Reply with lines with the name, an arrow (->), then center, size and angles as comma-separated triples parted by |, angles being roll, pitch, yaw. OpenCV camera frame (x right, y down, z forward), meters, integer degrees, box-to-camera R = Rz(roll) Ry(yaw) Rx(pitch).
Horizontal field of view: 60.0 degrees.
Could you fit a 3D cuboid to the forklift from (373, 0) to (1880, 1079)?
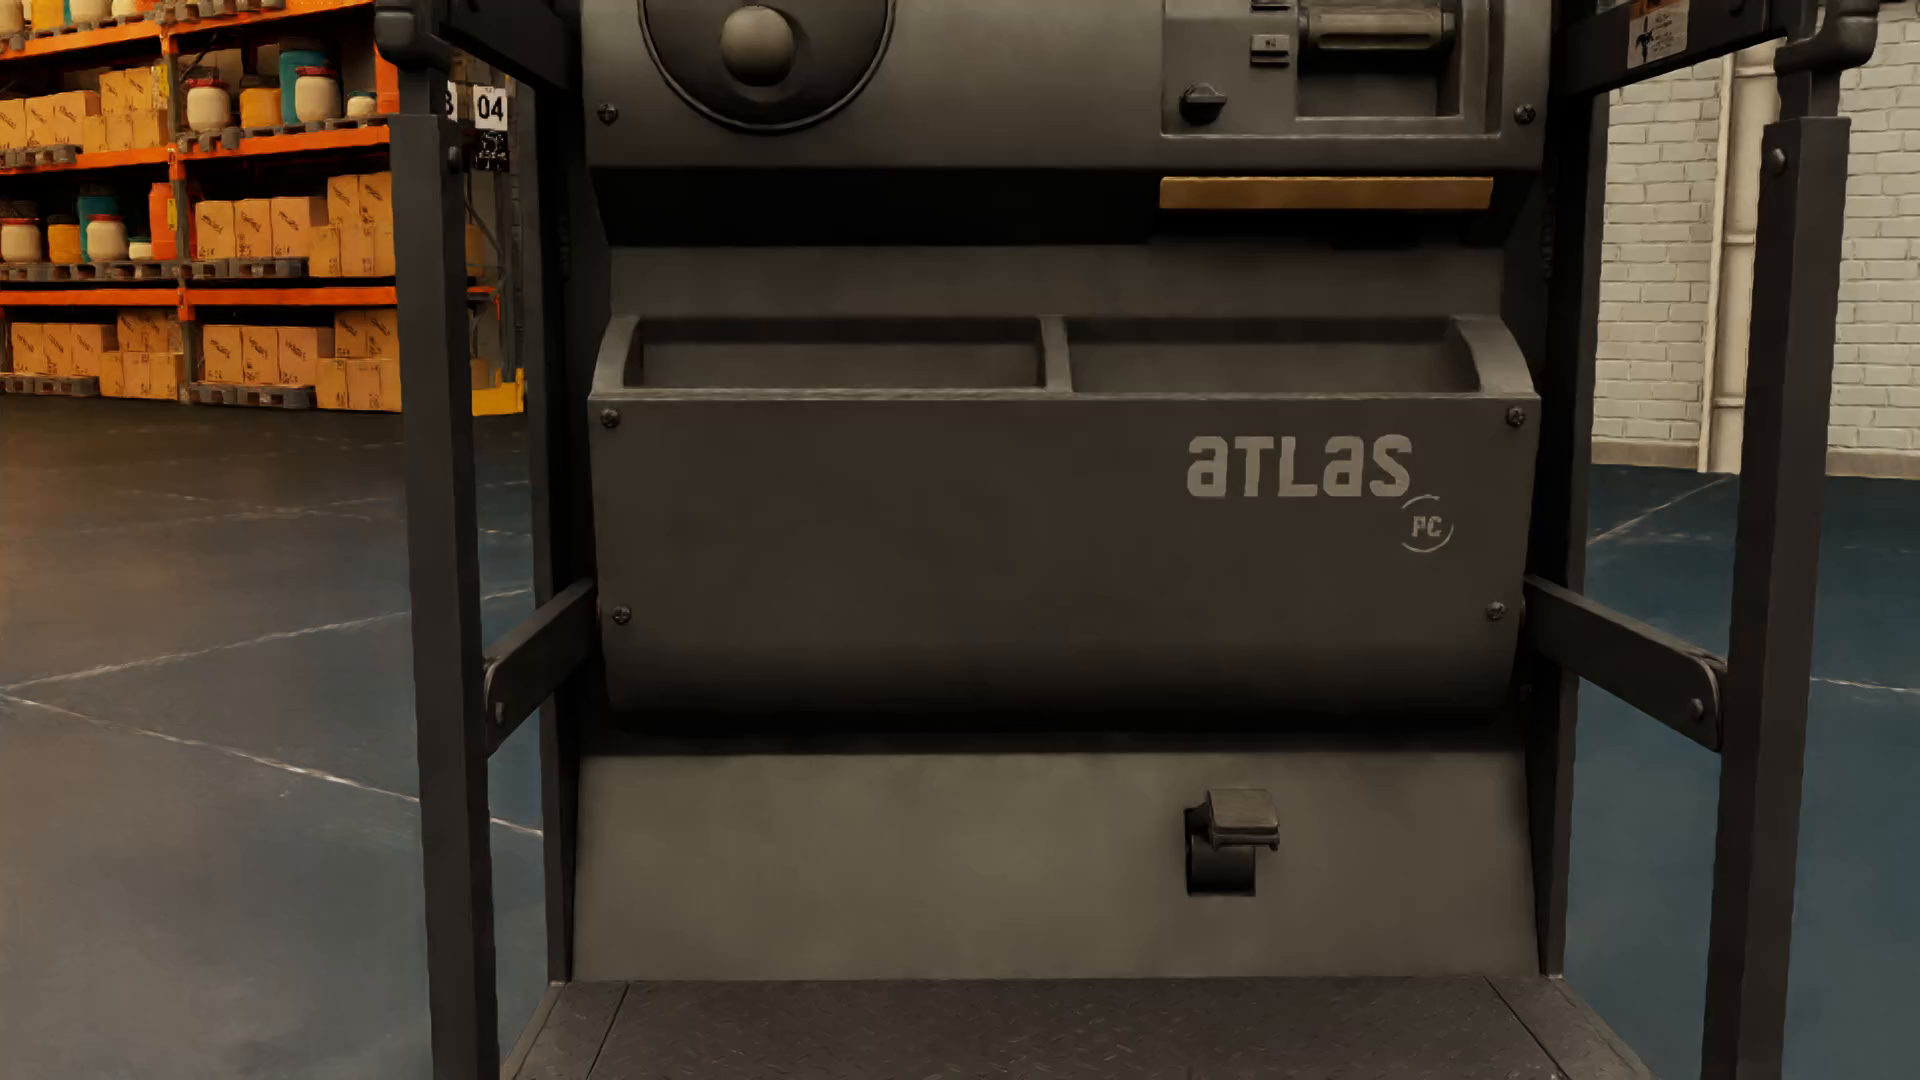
forklift -> 0.109, -0.600, 1.412 | 1.130, 2.935, 3.031 | 0, 8, -1
